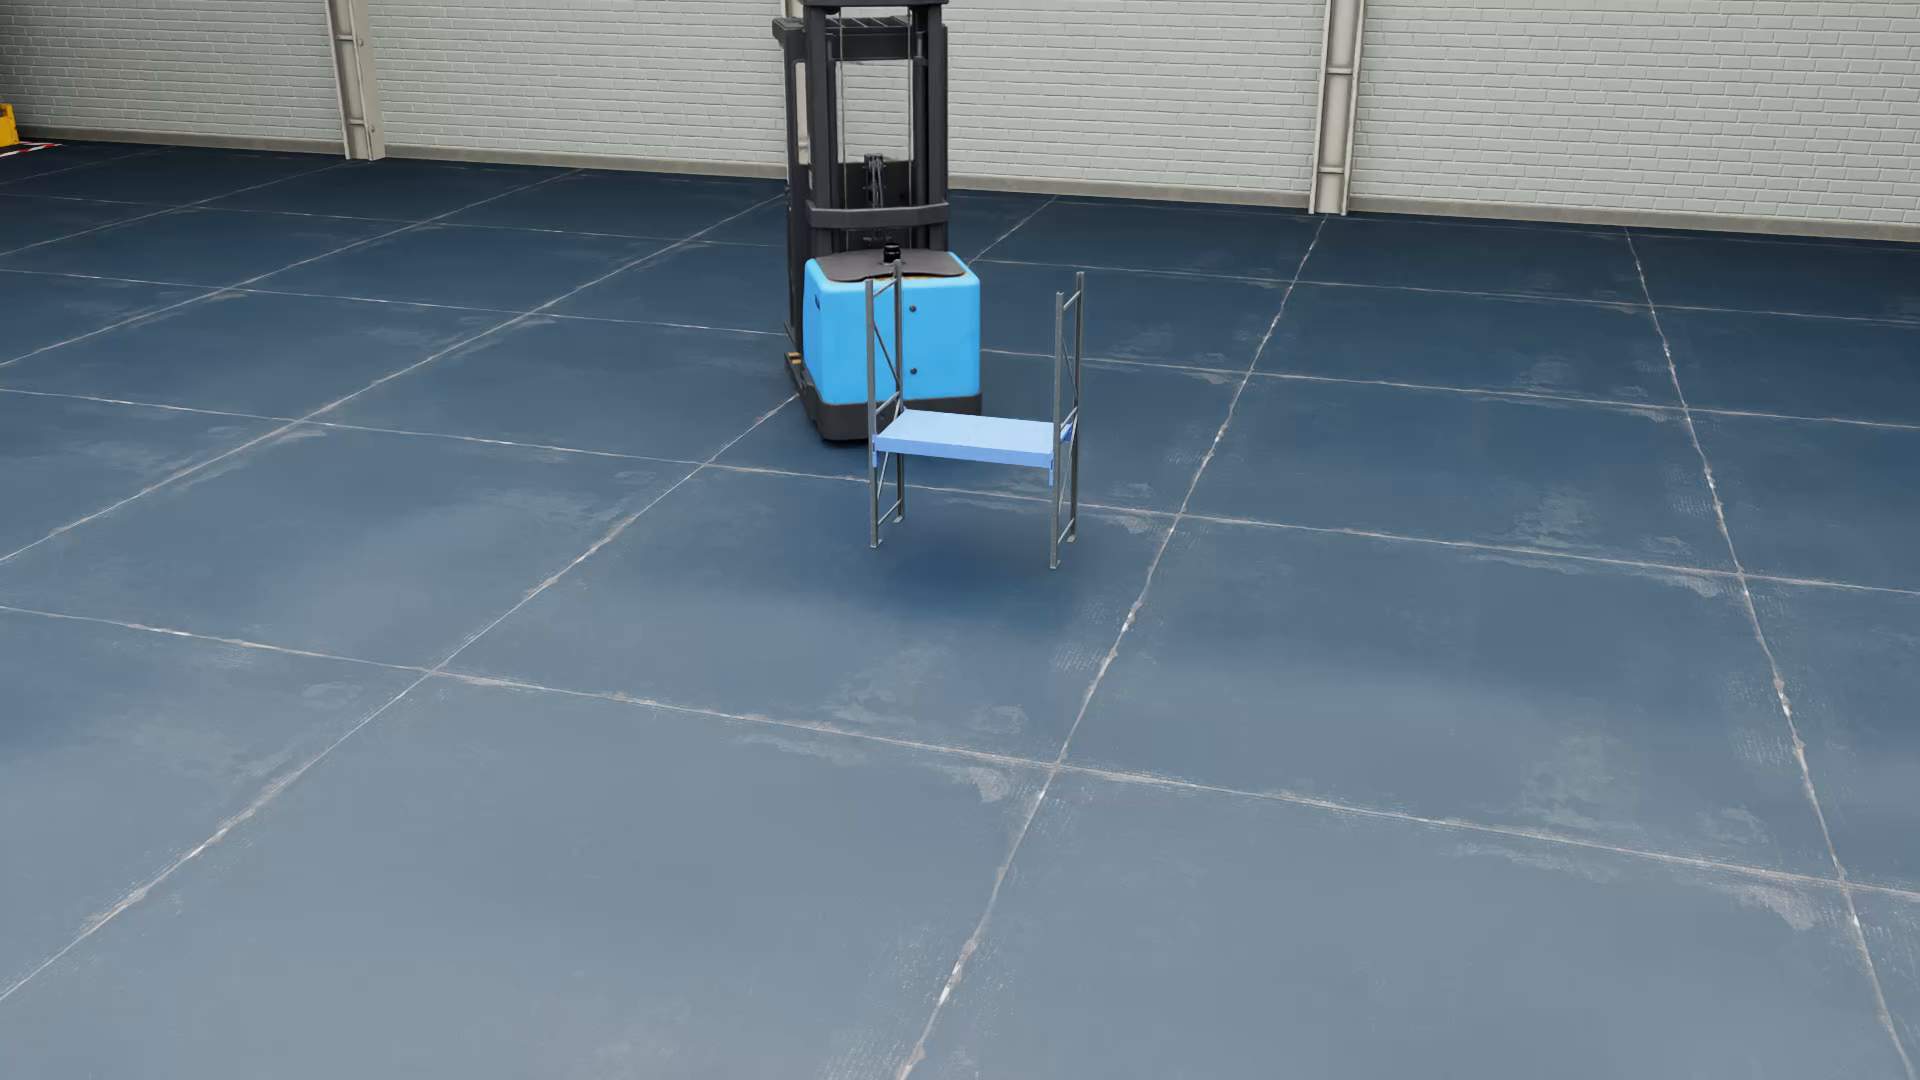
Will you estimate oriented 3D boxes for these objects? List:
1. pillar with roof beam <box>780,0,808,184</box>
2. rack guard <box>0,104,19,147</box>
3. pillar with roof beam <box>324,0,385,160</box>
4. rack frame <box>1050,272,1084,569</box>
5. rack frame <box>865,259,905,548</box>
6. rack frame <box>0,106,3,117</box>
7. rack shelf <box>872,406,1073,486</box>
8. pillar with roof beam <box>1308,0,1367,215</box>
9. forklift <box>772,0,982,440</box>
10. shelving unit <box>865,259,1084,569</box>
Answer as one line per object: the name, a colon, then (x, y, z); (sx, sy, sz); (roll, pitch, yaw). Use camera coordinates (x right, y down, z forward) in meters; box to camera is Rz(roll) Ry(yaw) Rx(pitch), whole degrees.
pillar with roof beam: (-3.026, -6.788, 13.961); (0.400, 9.000, 9.100); (7, 23, 16)
rack guard: (-12.841, -5.329, 21.603); (0.348, 0.500, 1.175); (7, 23, 16)
pillar with roof beam: (-8.770, -7.446, 15.565); (0.400, 9.000, 9.100); (7, 23, 16)
rack frame: (0.568, -0.629, 8.827); (0.032, 1.500, 0.500); (7, 23, 16)
rack frame: (-0.405, -0.740, 9.098); (0.032, 1.500, 0.500); (7, 23, 16)
rack frame: (-12.864, -6.488, 21.135); (0.127, 3.000, 1.000); (7, 23, 16)
rack shelf: (0.082, -0.518, 9.031); (1.000, 0.185, 0.538); (7, 23, 16)
pillar with roof beam: (2.719, -6.130, 12.358); (0.400, 9.000, 9.100); (7, 23, 16)
forklift: (-0.675, -2.523, 11.558); (1.130, 2.935, 3.031); (-5, 23, -11)
shelving unit: (0.082, -0.685, 8.963); (1.048, 1.500, 0.538); (7, 23, 16)
